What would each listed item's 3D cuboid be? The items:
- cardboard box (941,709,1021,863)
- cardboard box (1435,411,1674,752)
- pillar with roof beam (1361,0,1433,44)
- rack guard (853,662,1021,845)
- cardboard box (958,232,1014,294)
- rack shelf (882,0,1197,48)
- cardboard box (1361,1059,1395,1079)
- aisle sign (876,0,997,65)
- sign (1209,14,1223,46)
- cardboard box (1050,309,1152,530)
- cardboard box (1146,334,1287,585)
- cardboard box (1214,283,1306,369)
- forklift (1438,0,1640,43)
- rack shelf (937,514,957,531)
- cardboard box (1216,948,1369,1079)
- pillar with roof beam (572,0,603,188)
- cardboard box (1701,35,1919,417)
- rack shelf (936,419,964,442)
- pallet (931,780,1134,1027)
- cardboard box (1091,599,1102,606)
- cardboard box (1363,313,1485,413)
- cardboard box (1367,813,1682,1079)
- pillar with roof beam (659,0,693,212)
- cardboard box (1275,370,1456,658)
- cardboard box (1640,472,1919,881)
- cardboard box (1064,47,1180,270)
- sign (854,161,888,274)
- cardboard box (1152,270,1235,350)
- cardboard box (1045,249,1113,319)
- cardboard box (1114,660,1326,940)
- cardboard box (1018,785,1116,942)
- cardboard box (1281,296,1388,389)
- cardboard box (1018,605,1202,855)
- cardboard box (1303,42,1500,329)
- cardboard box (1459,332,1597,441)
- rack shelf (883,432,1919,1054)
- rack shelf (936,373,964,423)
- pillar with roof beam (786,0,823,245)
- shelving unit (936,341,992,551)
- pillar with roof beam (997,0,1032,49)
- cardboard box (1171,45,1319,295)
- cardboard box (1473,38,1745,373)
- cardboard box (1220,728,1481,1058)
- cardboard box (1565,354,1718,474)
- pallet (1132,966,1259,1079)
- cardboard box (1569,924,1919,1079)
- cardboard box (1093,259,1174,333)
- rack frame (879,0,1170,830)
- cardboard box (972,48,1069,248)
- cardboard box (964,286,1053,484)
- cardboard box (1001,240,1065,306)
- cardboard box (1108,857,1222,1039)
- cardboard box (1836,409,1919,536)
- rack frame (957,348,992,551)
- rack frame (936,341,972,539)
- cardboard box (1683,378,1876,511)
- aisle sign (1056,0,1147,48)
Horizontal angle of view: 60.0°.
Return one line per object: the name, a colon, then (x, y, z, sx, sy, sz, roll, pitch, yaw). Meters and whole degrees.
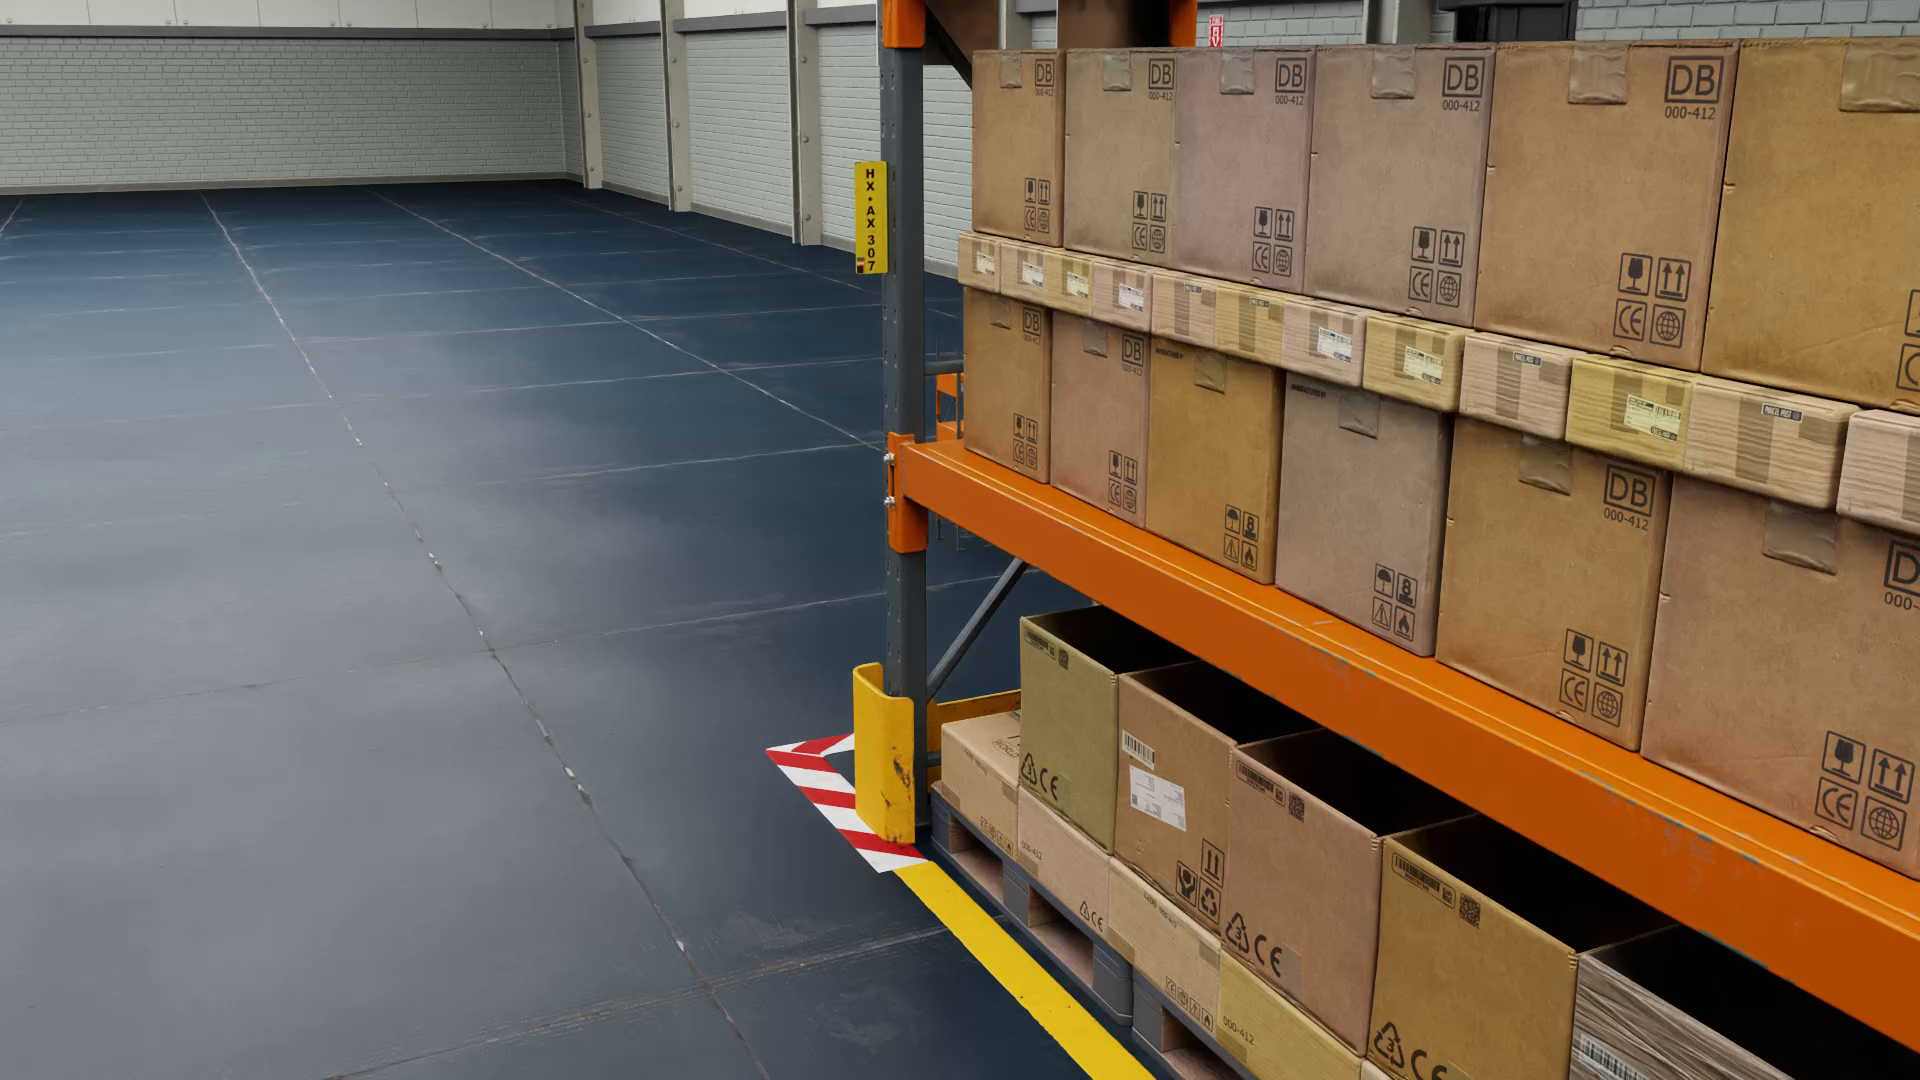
cardboard box: (0.274, 0.716, 5.042, 0.500, 0.250, 0.500, -8, 18, -25)
cardboard box: (1.338, 0.016, 3.077, 0.700, 0.500, 0.500, -7, 18, -24)
pillar with roof beam: (-0.724, -4.946, 9.670, 9.100, 9.000, 0.400, -8, 18, -25)
rack guard: (0.228, 0.632, 5.643, 1.175, 0.500, 0.348, -8, 18, -25)
cardboard box: (0.217, -0.800, 4.745, 0.380, 0.149, 0.250, -8, 18, -25)
rack shelf: (1.115, -1.164, 3.235, 1.077, 0.370, 4.000, -8, 18, -25)
cardboard box: (1.149, 1.212, 3.314, 0.500, 0.250, 0.500, -8, 18, -25)
aisle sign: (-0.065, -1.793, 4.847, 0.394, 0.787, 0.004, -8, 18, -25)
sign: (2.184, -4.328, 14.191, 0.001, 0.298, 0.199, -8, 18, -25)
cardboard box: (0.666, -0.365, 4.404, 0.700, 0.500, 0.500, -7, 17, -23)
cardboard box: (0.878, -0.241, 3.972, 0.700, 0.500, 0.500, -8, 18, -25)
cardboard box: (0.783, -0.481, 3.633, 0.380, 0.149, 0.250, -8, 18, -26)
forklift: (3.152, -1.367, 8.200, 3.031, 2.935, 1.130, 1, 16, 3)
rack shelf: (0.023, -0.214, 8.639, 0.215, 0.259, 0.240, -8, 18, -25)
cardboard box: (0.929, 1.088, 3.745, 0.500, 0.250, 0.500, -8, 18, -25)
pillar with roof beam: (-11.238, -10.897, 30.408, 9.100, 9.000, 0.400, -8, 18, -25)
cardboard box: (1.569, -0.478, 2.446, 0.700, 0.500, 0.500, -8, 18, -25)
rack shelf: (0.023, -0.481, 8.563, 0.215, 0.259, 0.240, -8, 18, -25)
pallet: (0.611, 0.961, 5.019, 1.003, 0.211, 1.213, -8, 18, -25)
cardboard box: (0.741, 0.292, 5.158, 0.500, 0.500, 0.500, -8, 18, -25)
cardboard box: (1.005, -0.354, 3.189, 0.380, 0.149, 0.250, -7, 17, -23)
cardboard box: (1.160, 0.850, 3.216, 0.500, 0.500, 0.500, -8, 18, -25)
pillar with roof beam: (-8.610, -9.409, 25.223, 9.100, 9.000, 0.400, -8, 18, -25)
cardboard box: (1.112, -0.111, 3.519, 0.700, 0.500, 0.500, -7, 17, -23)
cardboard box: (1.554, 0.141, 2.642, 0.700, 0.500, 0.500, -8, 18, -25)
cardboard box: (0.690, -0.975, 4.178, 0.700, 0.500, 0.500, -8, 18, -26)
sign: (-0.263, -0.953, 4.919, 0.100, 0.325, 0.005, -8, 18, -25)
cardboard box: (0.671, -0.545, 3.853, 0.380, 0.149, 0.250, -8, 18, -27)
cardboard box: (0.443, -0.673, 4.302, 0.380, 0.149, 0.250, -8, 18, -25)
cardboard box: (0.725, 0.601, 4.081, 0.500, 0.500, 0.500, -8, 18, -25)
cardboard box: (0.496, 0.839, 4.612, 0.500, 0.250, 0.500, -8, 18, -25)
cardboard box: (0.890, -0.419, 3.416, 0.380, 0.149, 0.250, -7, 18, -24)
cardboard box: (0.494, 0.479, 4.507, 0.500, 0.500, 0.500, -8, 18, -25)
cardboard box: (1.131, -0.726, 3.310, 0.700, 0.500, 0.500, -8, 18, -25)
cardboard box: (1.124, -0.289, 2.961, 0.380, 0.149, 0.250, -7, 17, -23)
rack shelf: (1.115, 0.278, 3.649, 1.077, 0.370, 4.000, -8, 18, -25)
rack shelf: (0.023, -0.754, 8.484, 0.215, 0.259, 0.240, -8, 18, -25)
pillar with roof beam: (-5.981, -7.921, 20.039, 9.100, 9.000, 0.400, -8, 18, -25)
shelving unit: (0.023, -0.491, 8.560, 0.215, 1.050, 0.252, -8, 18, -25)
pillar with roof beam: (-3.353, -6.433, 14.855, 9.100, 9.000, 0.400, -8, 18, -25)
cardboard box: (0.912, -0.851, 3.743, 0.700, 0.500, 0.500, -8, 18, -25)
cardboard box: (1.350, -0.602, 2.879, 0.700, 0.500, 0.500, -8, 18, -25)
cardboard box: (0.928, 0.728, 3.641, 0.500, 0.500, 0.500, -8, 18, -25)
cardboard box: (1.235, -0.226, 2.743, 0.380, 0.149, 0.250, -8, 18, -25)
pallet: (1.142, 1.263, 3.967, 1.003, 0.211, 1.213, -8, 18, -25)
cardboard box: (1.383, 0.973, 2.785, 0.500, 0.500, 0.500, -8, 18, -25)
cardboard box: (0.552, -0.610, 4.083, 0.380, 0.149, 0.250, -8, 18, -26)
rack frame: (0.239, -0.564, 5.278, 1.000, 3.000, 0.127, -8, 18, -25)
cardboard box: (0.455, -1.105, 4.631, 0.700, 0.500, 0.500, -8, 18, -25)
cardboard box: (0.432, -0.495, 4.855, 0.700, 0.500, 0.500, -8, 18, -25)
cardboard box: (0.335, -0.735, 4.518, 0.380, 0.149, 0.250, -8, 18, -26)
cardboard box: (0.715, 0.963, 4.179, 0.500, 0.250, 0.500, -8, 18, -25)
cardboard box: (1.456, -0.100, 2.303, 0.380, 0.149, 0.250, -8, 18, -27)
rack frame: (0.077, -0.461, 8.454, 0.200, 1.050, 0.008, -8, 18, -25)
rack frame: (-0.030, -0.522, 8.665, 0.200, 1.050, 0.008, -8, 18, -25)
cardboard box: (1.340, -0.165, 2.529, 0.380, 0.149, 0.250, -8, 18, -25)
aisle sign: (0.474, -1.865, 5.100, 0.394, 0.787, 0.004, -8, 18, -25)
